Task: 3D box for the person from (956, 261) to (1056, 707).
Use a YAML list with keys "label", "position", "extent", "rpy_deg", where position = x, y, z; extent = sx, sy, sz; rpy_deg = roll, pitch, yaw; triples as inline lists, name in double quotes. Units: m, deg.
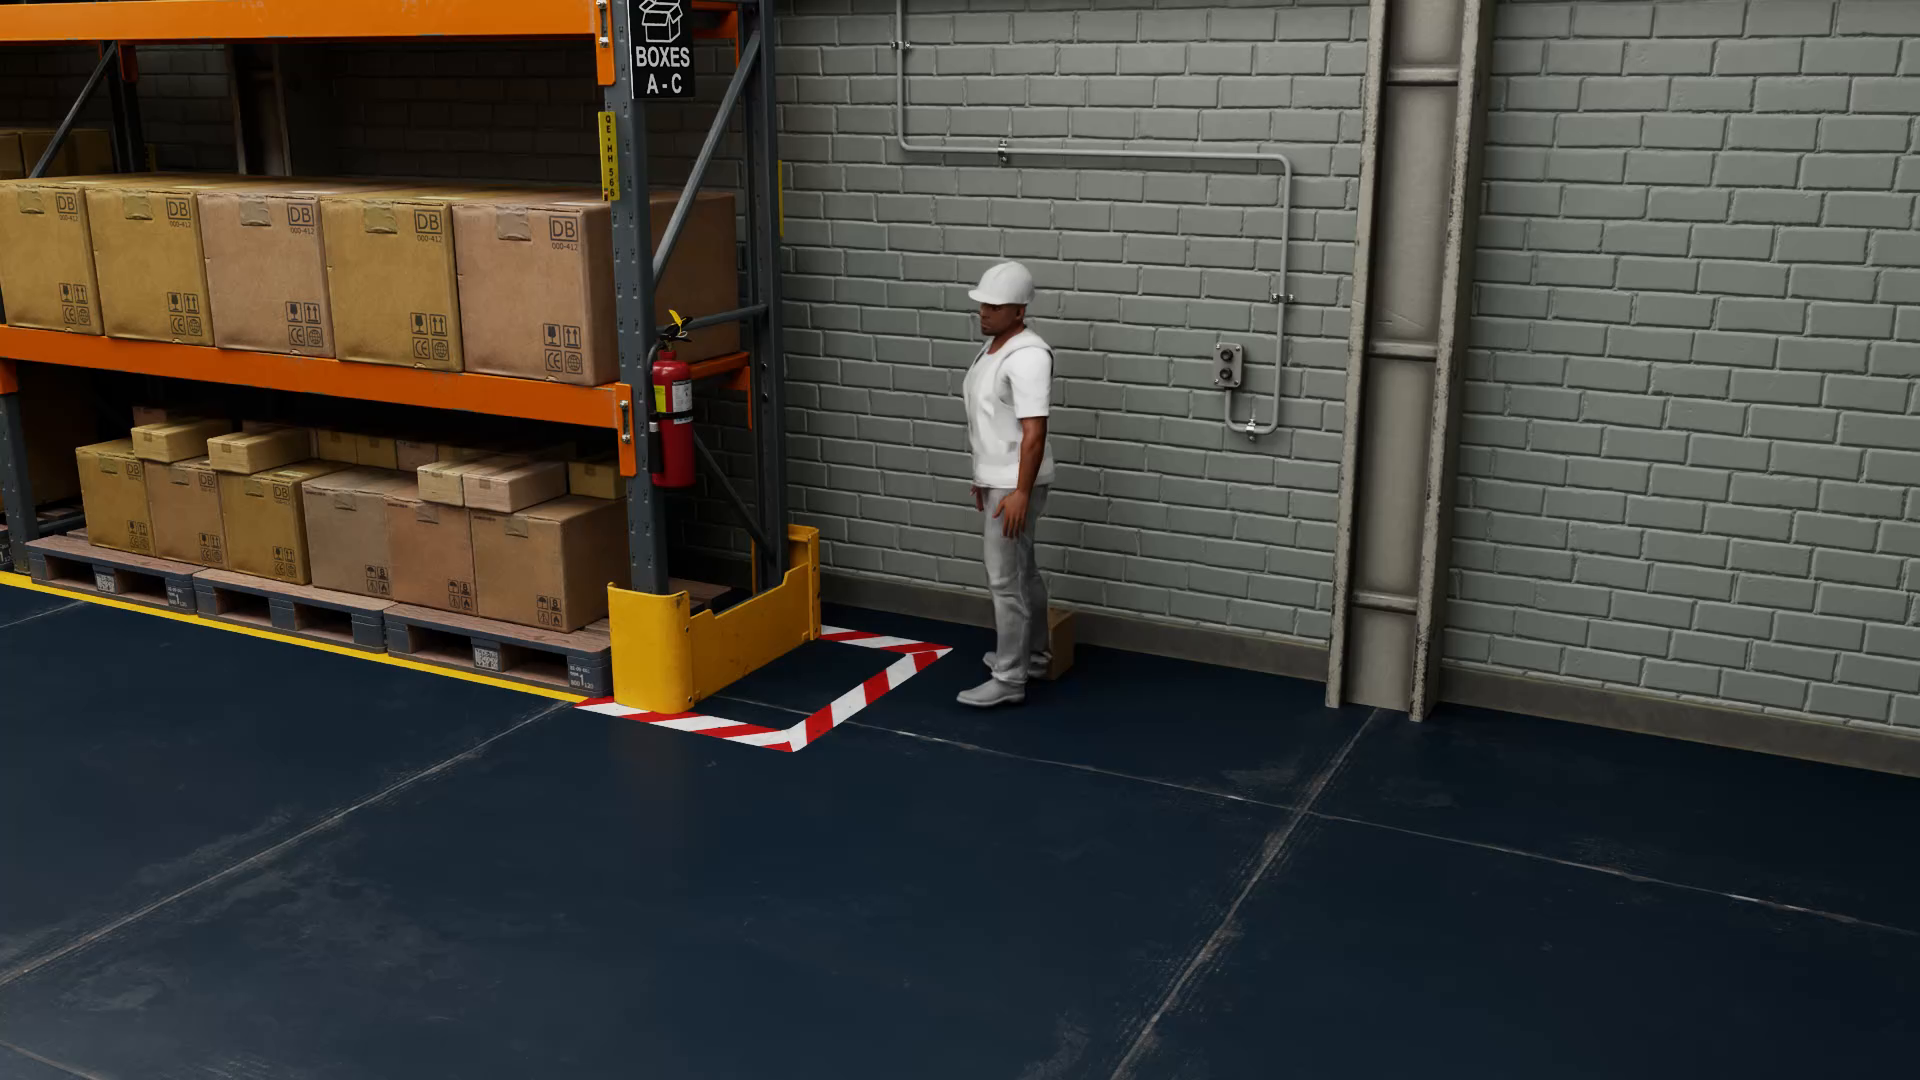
- label: "person"
  position: [0.178, -0.234, 6.720]
  extent: [0.453, 1.768, 0.616]
  rpy_deg: [-2, 16, -8]
